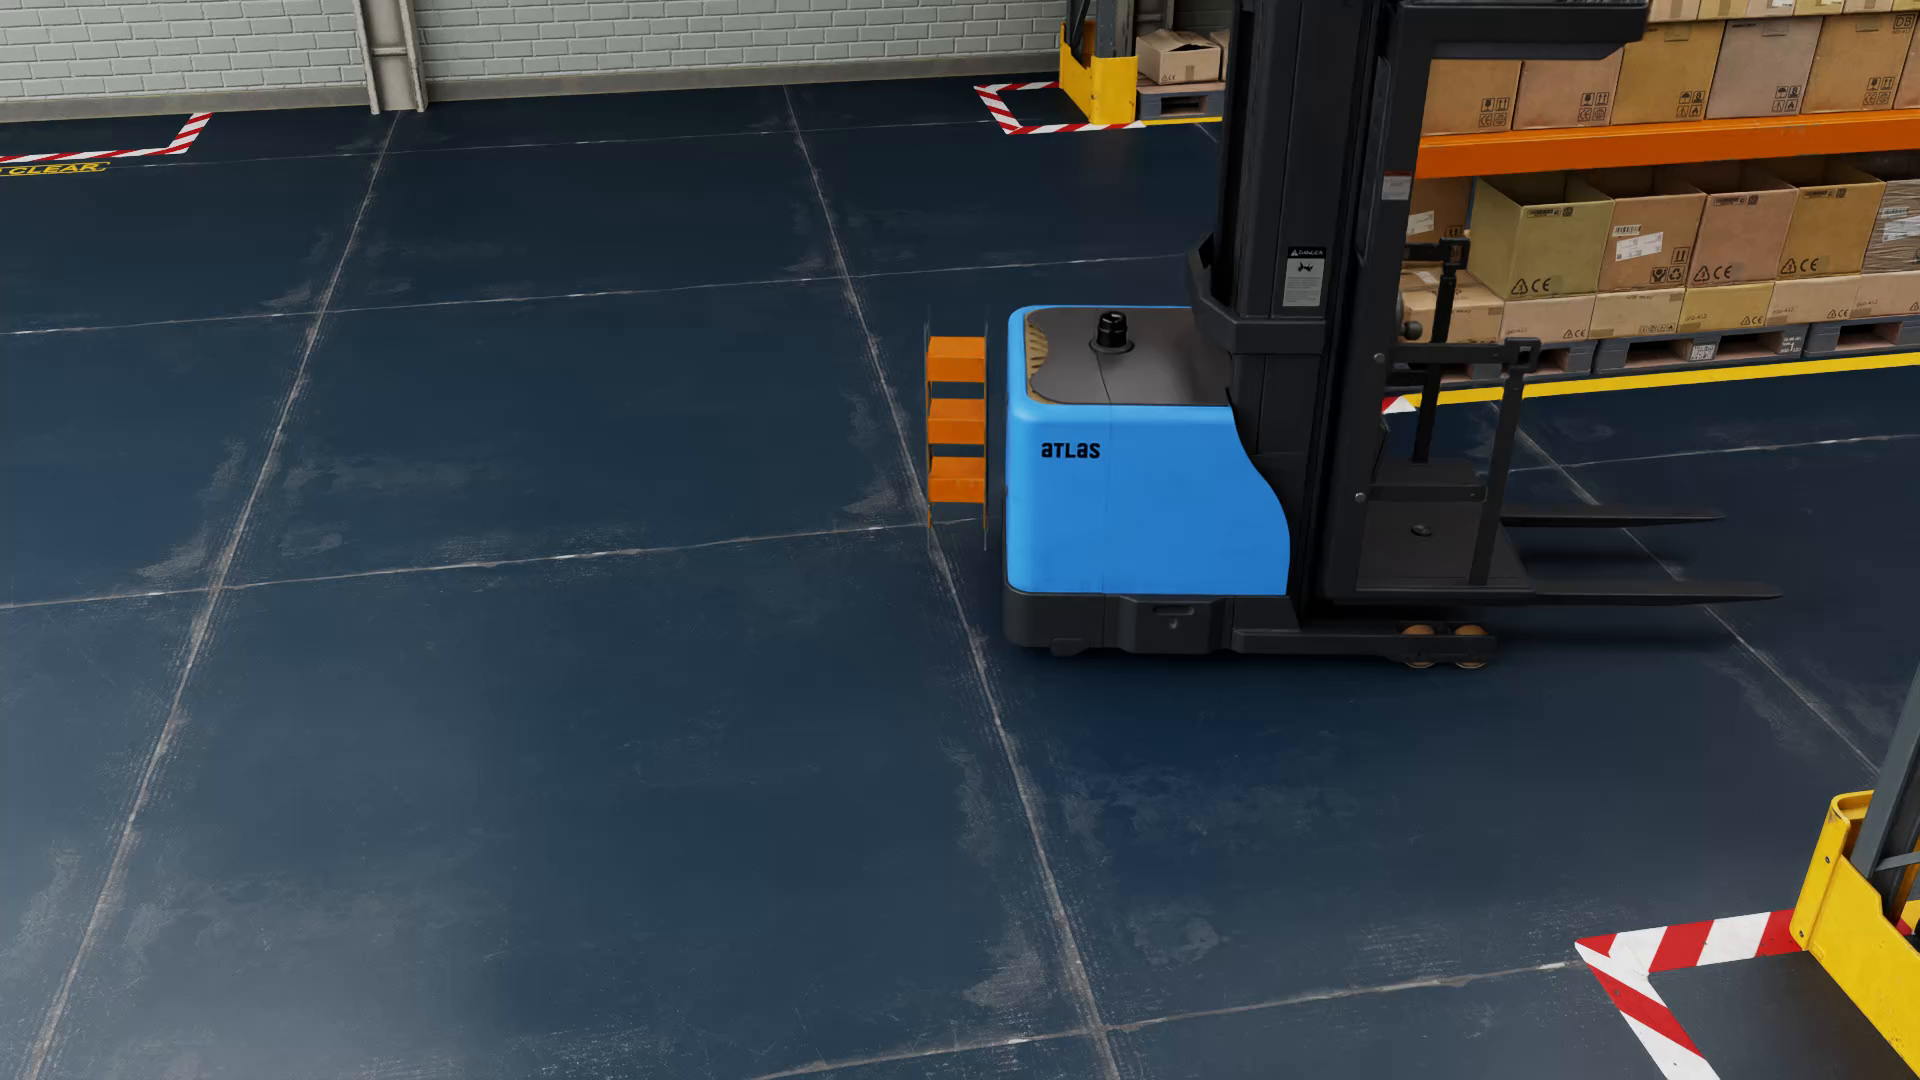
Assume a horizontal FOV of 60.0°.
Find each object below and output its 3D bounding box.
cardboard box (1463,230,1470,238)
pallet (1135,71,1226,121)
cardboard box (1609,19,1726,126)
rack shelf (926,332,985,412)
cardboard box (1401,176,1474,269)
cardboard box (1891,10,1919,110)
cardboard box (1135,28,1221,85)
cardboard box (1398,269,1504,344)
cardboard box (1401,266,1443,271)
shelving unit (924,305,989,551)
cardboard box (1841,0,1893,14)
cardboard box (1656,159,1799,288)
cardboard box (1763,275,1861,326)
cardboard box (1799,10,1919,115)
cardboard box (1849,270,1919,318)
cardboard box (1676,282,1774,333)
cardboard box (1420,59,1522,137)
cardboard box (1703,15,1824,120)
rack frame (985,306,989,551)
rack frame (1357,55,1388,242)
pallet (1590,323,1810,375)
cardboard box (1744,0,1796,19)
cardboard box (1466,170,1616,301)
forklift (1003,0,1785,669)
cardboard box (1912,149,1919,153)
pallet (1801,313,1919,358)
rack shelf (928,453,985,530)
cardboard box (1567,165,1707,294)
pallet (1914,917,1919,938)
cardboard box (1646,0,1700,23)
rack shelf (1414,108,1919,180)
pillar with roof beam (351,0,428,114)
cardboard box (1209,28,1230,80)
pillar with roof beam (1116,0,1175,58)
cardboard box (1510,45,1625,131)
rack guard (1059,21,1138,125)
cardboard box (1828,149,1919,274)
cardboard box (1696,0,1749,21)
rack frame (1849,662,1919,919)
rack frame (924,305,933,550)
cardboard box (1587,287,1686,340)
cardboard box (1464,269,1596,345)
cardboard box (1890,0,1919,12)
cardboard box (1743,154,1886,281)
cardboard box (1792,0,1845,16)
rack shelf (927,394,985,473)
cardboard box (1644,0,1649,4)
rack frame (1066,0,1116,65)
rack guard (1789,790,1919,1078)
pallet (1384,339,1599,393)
[{"bbox_3d":[2.855,-1.503,9.144,0.500,0.250,0.500,-5,31,-9],"label":"cardboard box"},{"bbox_3d":[1.875,-3.590,13.147,1.213,0.211,1.003,-5,31,-9],"label":"pallet"},{"bbox_3d":[3.357,-2.431,8.326,0.500,0.500,0.700,-5,31,-9],"label":"cardboard box"},{"bbox_3d":[-0.011,-0.694,6.854,0.240,0.259,0.215,1,30,3],"label":"rack shelf"},{"bbox_3d":[2.365,-1.775,8.868,0.500,0.500,0.500,-5,31,-9],"label":"cardboard box"},{"bbox_3d":[4.872,-2.572,8.566,0.500,0.500,0.700,-6,31,-9],"label":"cardboard box"},{"bbox_3d":[1.691,-3.777,12.933,0.500,0.311,0.500,-9,32,-15],"label":"cardboard box"},{"bbox_3d":[2.458,-1.193,8.618,0.500,0.250,0.500,-5,31,-9],"label":"cardboard box"},{"bbox_3d":[2.365,-1.451,9.057,0.500,0.250,0.500,-5,31,-9],"label":"cardboard box"},{"bbox_3d":[-0.010,-0.458,6.992,0.252,1.050,0.215,1,30,3],"label":"shelving unit"},{"bbox_3d":[4.347,-2.700,8.144,0.250,0.149,0.380,-4,31,-7],"label":"cardboard box"},{"bbox_3d":[3.934,-1.652,8.658,0.500,0.500,0.500,-5,31,-9],"label":"cardboard box"},{"bbox_3d":[4.426,-1.375,8.927,0.500,0.250,0.500,-5,31,-9],"label":"cardboard box"},{"bbox_3d":[4.378,-2.528,8.492,0.500,0.500,0.700,-5,31,-8],"label":"cardboard box"},{"bbox_3d":[4.915,-1.428,9.017,0.500,0.250,0.500,-5,31,-9],"label":"cardboard box"},{"bbox_3d":[3.934,-1.329,8.849,0.500,0.250,0.500,-5,31,-9],"label":"cardboard box"},{"bbox_3d":[2.352,-2.338,8.169,0.500,0.500,0.700,-5,31,-9],"label":"cardboard box"},{"bbox_3d":[3.874,-2.481,8.411,0.500,0.500,0.700,-4,31,-7],"label":"cardboard box"},{"bbox_3d":[0.112,-0.455,6.986,0.008,1.050,0.200,1,30,3],"label":"rack frame"},{"bbox_3d":[1.891,-2.259,8.132,0.127,3.000,1.000,-5,31,-9],"label":"rack frame"},{"bbox_3d":[3.833,-1.257,9.180,1.213,0.211,1.003,-5,31,-9],"label":"pallet"},{"bbox_3d":[3.828,-2.650,8.059,0.250,0.149,0.380,-5,31,-8],"label":"cardboard box"},{"bbox_3d":[2.950,-1.563,8.507,0.500,0.500,0.500,-5,31,-9],"label":"cardboard box"},{"bbox_3d":[1.693,-1.041,6.128,3.031,2.935,1.130,1,30,1],"label":"forklift"},{"bbox_3d":[5.313,-2.057,9.347,0.500,0.500,0.500,-5,31,-9],"label":"cardboard box"},{"bbox_3d":[5.035,-1.370,9.372,1.213,0.211,1.003,-5,31,-9],"label":"pallet"},{"bbox_3d":[-0.008,-0.210,7.138,0.240,0.259,0.215,1,30,3],"label":"rack shelf"},{"bbox_3d":[3.439,-1.615,8.595,0.500,0.500,0.500,-5,31,-9],"label":"cardboard box"},{"bbox_3d":[3.645,1.311,4.812,1.213,0.211,1.003,-5,31,-9],"label":"pallet"},{"bbox_3d":[3.331,-2.605,7.983,0.250,0.149,0.380,-6,31,-11],"label":"cardboard box"},{"bbox_3d":[3.858,-2.131,8.625,4.000,0.370,1.077,-5,31,-9],"label":"rack shelf"},{"bbox_3d":[-3.599,-5.115,7.072,0.400,9.000,9.100,-5,31,-9],"label":"pillar with roof beam"},{"bbox_3d":[2.252,-3.829,13.022,0.500,0.311,0.500,-3,31,-5],"label":"cardboard box"},{"bbox_3d":[2.303,-5.663,8.003,0.400,9.000,9.100,-5,31,-9],"label":"pillar with roof beam"},{"bbox_3d":[2.868,-2.389,8.254,0.500,0.500,0.700,-5,31,-8],"label":"cardboard box"},{"bbox_3d":[1.069,-3.658,12.978,0.348,0.500,1.175,-5,31,-9],"label":"rack guard"},{"bbox_3d":[4.914,-1.752,8.829,0.500,0.500,0.500,-5,31,-9],"label":"cardboard box"},{"bbox_3d":[3.582,-2.629,8.023,0.250,0.149,0.380,-6,31,-10],"label":"cardboard box"},{"bbox_3d":[2.779,0.211,3.932,0.127,3.000,1.000,-5,31,-9],"label":"rack frame"},{"bbox_3d":[-0.131,-0.461,6.999,0.008,1.050,0.200,1,30,3],"label":"rack frame"},{"bbox_3d":[3.441,-1.286,8.776,0.500,0.250,0.500,-5,31,-9],"label":"cardboard box"},{"bbox_3d":[2.949,-1.240,8.698,0.500,0.250,0.500,-5,31,-9],"label":"cardboard box"},{"bbox_3d":[4.595,-2.723,8.183,0.250,0.149,0.380,-5,31,-9],"label":"cardboard box"},{"bbox_3d":[4.423,-1.704,8.748,0.500,0.500,0.500,-5,31,-9],"label":"cardboard box"},{"bbox_3d":[4.086,-2.674,8.100,0.250,0.149,0.380,-4,31,-7],"label":"cardboard box"},{"bbox_3d":[-0.010,-0.449,6.998,0.240,0.259,0.215,1,30,3],"label":"rack shelf"},{"bbox_3d":[3.069,-2.580,7.939,0.250,0.149,0.380,-6,31,-10],"label":"cardboard box"},{"bbox_3d":[0.995,-4.728,12.332,0.127,3.000,1.000,-5,31,-9],"label":"rack frame"},{"bbox_3d":[2.845,1.258,4.617,0.348,0.500,1.175,-5,31,-9],"label":"rack guard"},{"bbox_3d":[2.635,-1.148,8.993,1.213,0.211,1.003,-5,31,-9],"label":"pallet"}]
